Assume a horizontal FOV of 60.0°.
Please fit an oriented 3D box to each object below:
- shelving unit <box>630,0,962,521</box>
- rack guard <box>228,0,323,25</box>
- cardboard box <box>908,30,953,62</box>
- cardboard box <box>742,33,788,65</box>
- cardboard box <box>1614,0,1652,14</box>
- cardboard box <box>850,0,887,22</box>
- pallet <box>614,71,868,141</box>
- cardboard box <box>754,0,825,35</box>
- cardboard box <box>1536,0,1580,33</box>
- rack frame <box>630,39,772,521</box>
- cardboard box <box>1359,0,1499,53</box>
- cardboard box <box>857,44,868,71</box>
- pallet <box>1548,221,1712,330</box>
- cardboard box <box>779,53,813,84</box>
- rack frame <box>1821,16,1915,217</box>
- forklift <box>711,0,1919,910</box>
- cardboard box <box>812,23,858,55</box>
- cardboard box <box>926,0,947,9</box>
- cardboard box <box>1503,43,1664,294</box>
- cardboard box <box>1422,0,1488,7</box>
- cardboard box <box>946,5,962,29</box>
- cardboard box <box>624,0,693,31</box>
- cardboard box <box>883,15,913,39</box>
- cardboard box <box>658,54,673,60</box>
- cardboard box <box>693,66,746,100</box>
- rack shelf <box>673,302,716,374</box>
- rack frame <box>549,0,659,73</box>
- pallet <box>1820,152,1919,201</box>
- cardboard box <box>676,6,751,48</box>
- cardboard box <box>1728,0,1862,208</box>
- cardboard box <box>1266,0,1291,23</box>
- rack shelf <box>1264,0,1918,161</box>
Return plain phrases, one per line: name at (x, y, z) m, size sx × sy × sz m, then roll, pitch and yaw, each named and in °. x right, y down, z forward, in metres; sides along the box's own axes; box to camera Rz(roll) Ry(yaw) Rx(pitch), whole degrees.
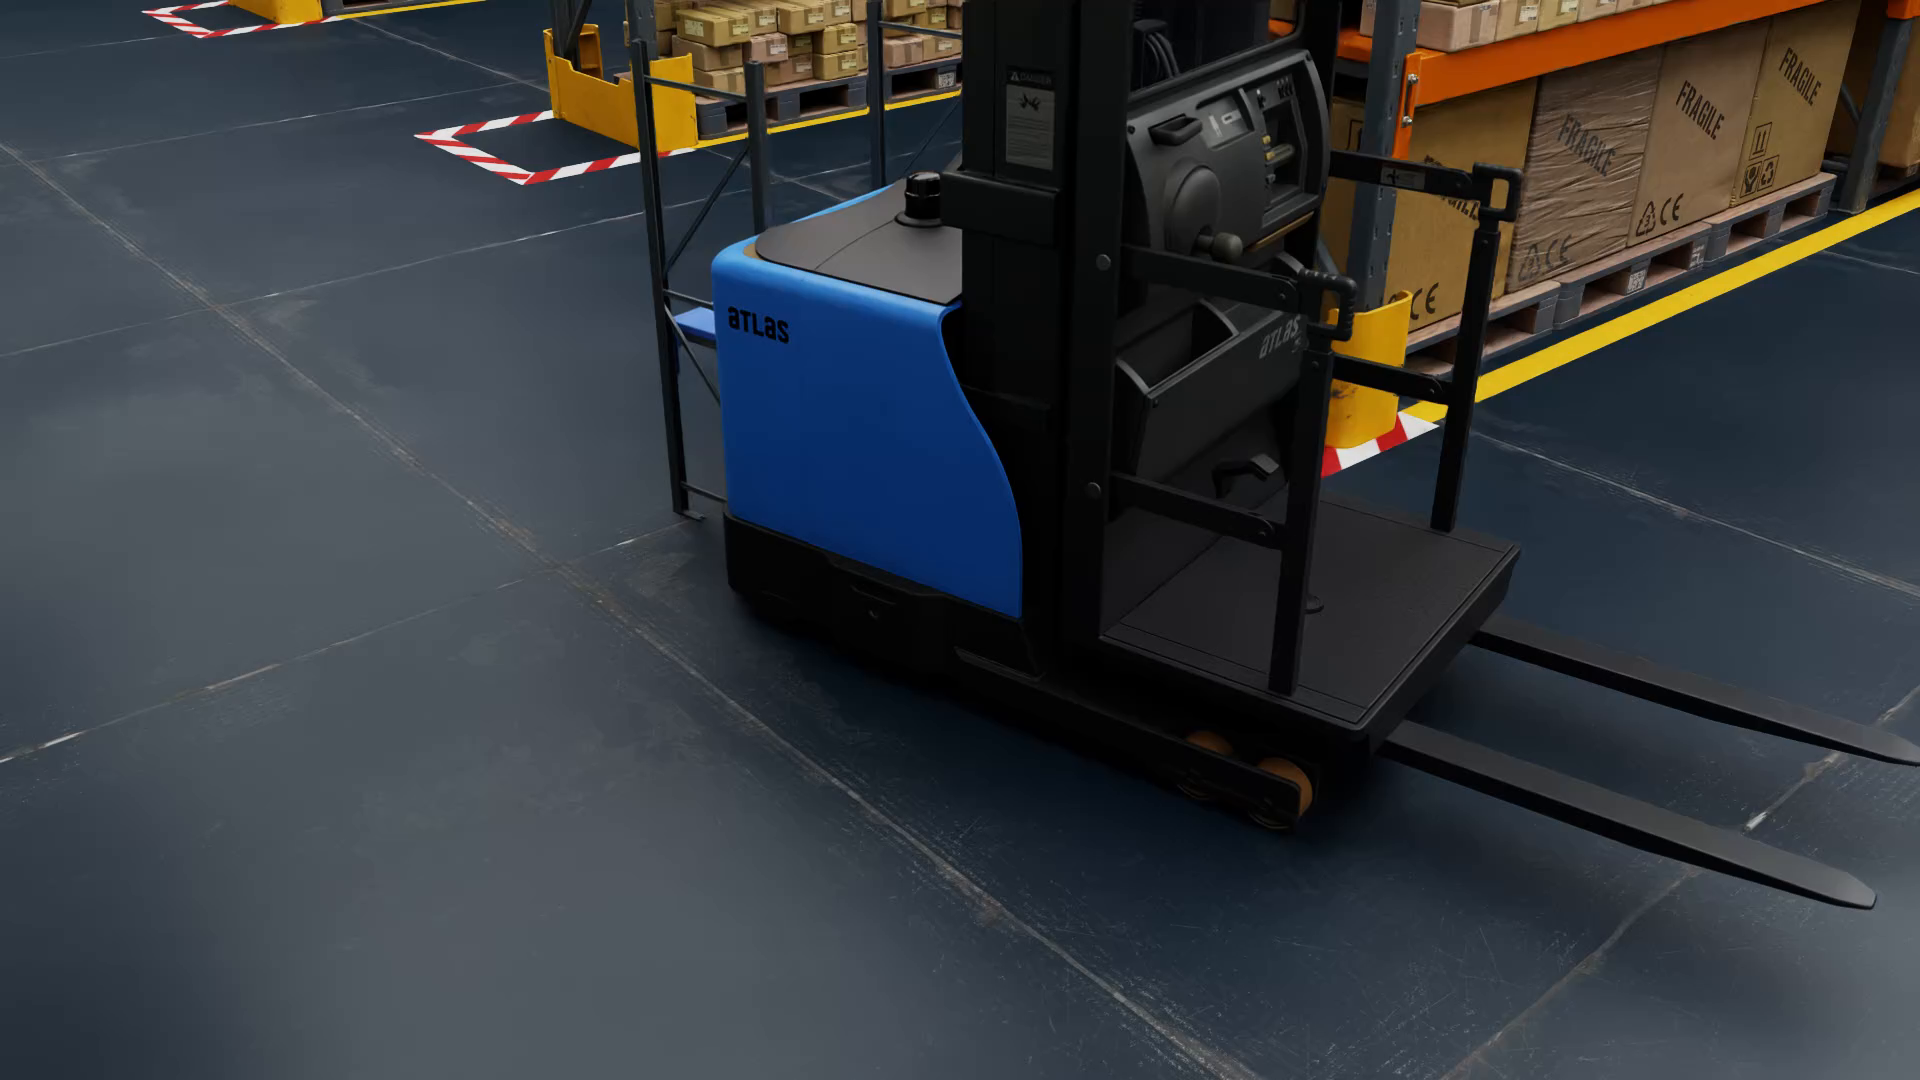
shelving unit at (-0.416, -0.876, 5.296) m, size 0.538 × 1.500 × 1.048 m, roll 20°, pitch 34°, yaw 33°
rack guard at (-5.340, -4.344, 12.848) m, size 0.348 × 0.500 × 1.175 m, roll -22°, pitch 35°, yaw -35°
cardboard box at (-0.257, -3.161, 10.561) m, size 0.250 × 0.149 × 0.380 m, roll -22°, pitch 35°, yaw -35°
cardboard box at (-1.222, -2.900, 9.758) m, size 0.250 × 0.149 × 0.380 m, roll -22°, pitch 35°, yaw -35°
cardboard box at (2.375, -2.095, 6.253) m, size 0.250 × 0.149 × 0.380 m, roll -23°, pitch 36°, yaw -36°
cardboard box at (-0.654, -3.284, 10.160) m, size 0.250 × 0.149 × 0.380 m, roll -20°, pitch 34°, yaw -33°
pallet at (-1.333, -2.739, 10.151) m, size 1.213 × 0.211 × 1.003 m, roll -22°, pitch 35°, yaw -35°
cardboard box at (-1.006, -3.097, 9.810) m, size 0.250 × 0.149 × 0.380 m, roll -22°, pitch 35°, yaw -35°
cardboard box at (1.984, -1.937, 5.959) m, size 0.250 × 0.149 × 0.380 m, roll -23°, pitch 36°, yaw -36°
rack frame at (-0.732, -0.688, 4.945) m, size 0.500 × 1.500 × 0.032 m, roll 20°, pitch 34°, yaw 33°
cardboard box at (1.595, -1.780, 5.664) m, size 0.250 × 0.149 × 0.380 m, roll -21°, pitch 35°, yaw -34°
cardboard box at (-0.697, -3.022, 10.301) m, size 0.250 × 0.149 × 0.380 m, roll -22°, pitch 35°, yaw -35°
pallet at (2.596, -1.314, 7.485) m, size 1.213 × 0.211 × 1.003 m, roll -22°, pitch 35°, yaw -35°
cardboard box at (-1.095, -2.871, 10.018) m, size 0.250 × 0.149 × 0.380 m, roll -21°, pitch 35°, yaw -34°
rack frame at (4.154, -3.124, 7.913) m, size 0.127 × 3.000 × 1.000 m, roll -22°, pitch 35°, yaw -35°
forklift at (0.815, -0.890, 3.805) m, size 3.031 × 2.935 × 1.130 m, roll 19°, pitch 33°, yaw 31°
cardboard box at (-0.827, -3.046, 10.032) m, size 0.250 × 0.149 × 0.380 m, roll -21°, pitch 34°, yaw -33°
cardboard box at (-0.295, -3.459, 10.488) m, size 0.250 × 0.149 × 0.380 m, roll -22°, pitch 35°, yaw -35°
cardboard box at (2.238, -1.651, 6.966) m, size 0.875 × 0.875 × 0.875 m, roll -22°, pitch 35°, yaw -35°
cardboard box at (1.651, -2.015, 5.682) m, size 0.500 × 0.250 × 0.500 m, roll -23°, pitch 36°, yaw -36°
cardboard box at (-0.065, -3.405, 10.703) m, size 0.250 × 0.149 × 0.380 m, roll -24°, pitch 36°, yaw -37°
cardboard box at (-1.793, -3.153, 9.915) m, size 0.250 × 0.149 × 0.380 m, roll -21°, pitch 35°, yaw -34°
cardboard box at (-0.508, -3.260, 10.430) m, size 0.250 × 0.149 × 0.380 m, roll -20°, pitch 34°, yaw -32°
cardboard box at (-1.767, -2.873, 10.023) m, size 0.250 × 0.149 × 0.380 m, roll -21°, pitch 35°, yaw -34°
cardboard box at (-1.425, -2.683, 9.667) m, size 0.250 × 0.149 × 0.380 m, roll -21°, pitch 35°, yaw -34°
rack shelf at (-0.415, -0.717, 5.380) m, size 0.538 × 0.185 × 1.000 m, roll 20°, pitch 34°, yaw 33°
rack frame at (-2.032, -3.709, 9.009) m, size 0.127 × 3.000 × 1.000 m, roll -22°, pitch 35°, yaw -35°
pallet at (4.692, -2.157, 9.062) m, size 1.213 × 0.211 × 1.003 m, roll -22°, pitch 35°, yaw -35°
cardboard box at (-1.413, -2.938, 9.513) m, size 0.250 × 0.149 × 0.380 m, roll -24°, pitch 36°, yaw -37°
cardboard box at (3.600, -2.199, 7.990) m, size 0.875 × 0.875 × 0.875 m, roll -22°, pitch 35°, yaw -35°
cardboard box at (1.168, -2.016, 6.107) m, size 0.250 × 0.149 × 0.380 m, roll -21°, pitch 35°, yaw -34°
rack shelf at (2.632, -2.195, 6.937) m, size 4.000 × 0.370 × 1.077 m, roll -22°, pitch 35°, yaw -35°
